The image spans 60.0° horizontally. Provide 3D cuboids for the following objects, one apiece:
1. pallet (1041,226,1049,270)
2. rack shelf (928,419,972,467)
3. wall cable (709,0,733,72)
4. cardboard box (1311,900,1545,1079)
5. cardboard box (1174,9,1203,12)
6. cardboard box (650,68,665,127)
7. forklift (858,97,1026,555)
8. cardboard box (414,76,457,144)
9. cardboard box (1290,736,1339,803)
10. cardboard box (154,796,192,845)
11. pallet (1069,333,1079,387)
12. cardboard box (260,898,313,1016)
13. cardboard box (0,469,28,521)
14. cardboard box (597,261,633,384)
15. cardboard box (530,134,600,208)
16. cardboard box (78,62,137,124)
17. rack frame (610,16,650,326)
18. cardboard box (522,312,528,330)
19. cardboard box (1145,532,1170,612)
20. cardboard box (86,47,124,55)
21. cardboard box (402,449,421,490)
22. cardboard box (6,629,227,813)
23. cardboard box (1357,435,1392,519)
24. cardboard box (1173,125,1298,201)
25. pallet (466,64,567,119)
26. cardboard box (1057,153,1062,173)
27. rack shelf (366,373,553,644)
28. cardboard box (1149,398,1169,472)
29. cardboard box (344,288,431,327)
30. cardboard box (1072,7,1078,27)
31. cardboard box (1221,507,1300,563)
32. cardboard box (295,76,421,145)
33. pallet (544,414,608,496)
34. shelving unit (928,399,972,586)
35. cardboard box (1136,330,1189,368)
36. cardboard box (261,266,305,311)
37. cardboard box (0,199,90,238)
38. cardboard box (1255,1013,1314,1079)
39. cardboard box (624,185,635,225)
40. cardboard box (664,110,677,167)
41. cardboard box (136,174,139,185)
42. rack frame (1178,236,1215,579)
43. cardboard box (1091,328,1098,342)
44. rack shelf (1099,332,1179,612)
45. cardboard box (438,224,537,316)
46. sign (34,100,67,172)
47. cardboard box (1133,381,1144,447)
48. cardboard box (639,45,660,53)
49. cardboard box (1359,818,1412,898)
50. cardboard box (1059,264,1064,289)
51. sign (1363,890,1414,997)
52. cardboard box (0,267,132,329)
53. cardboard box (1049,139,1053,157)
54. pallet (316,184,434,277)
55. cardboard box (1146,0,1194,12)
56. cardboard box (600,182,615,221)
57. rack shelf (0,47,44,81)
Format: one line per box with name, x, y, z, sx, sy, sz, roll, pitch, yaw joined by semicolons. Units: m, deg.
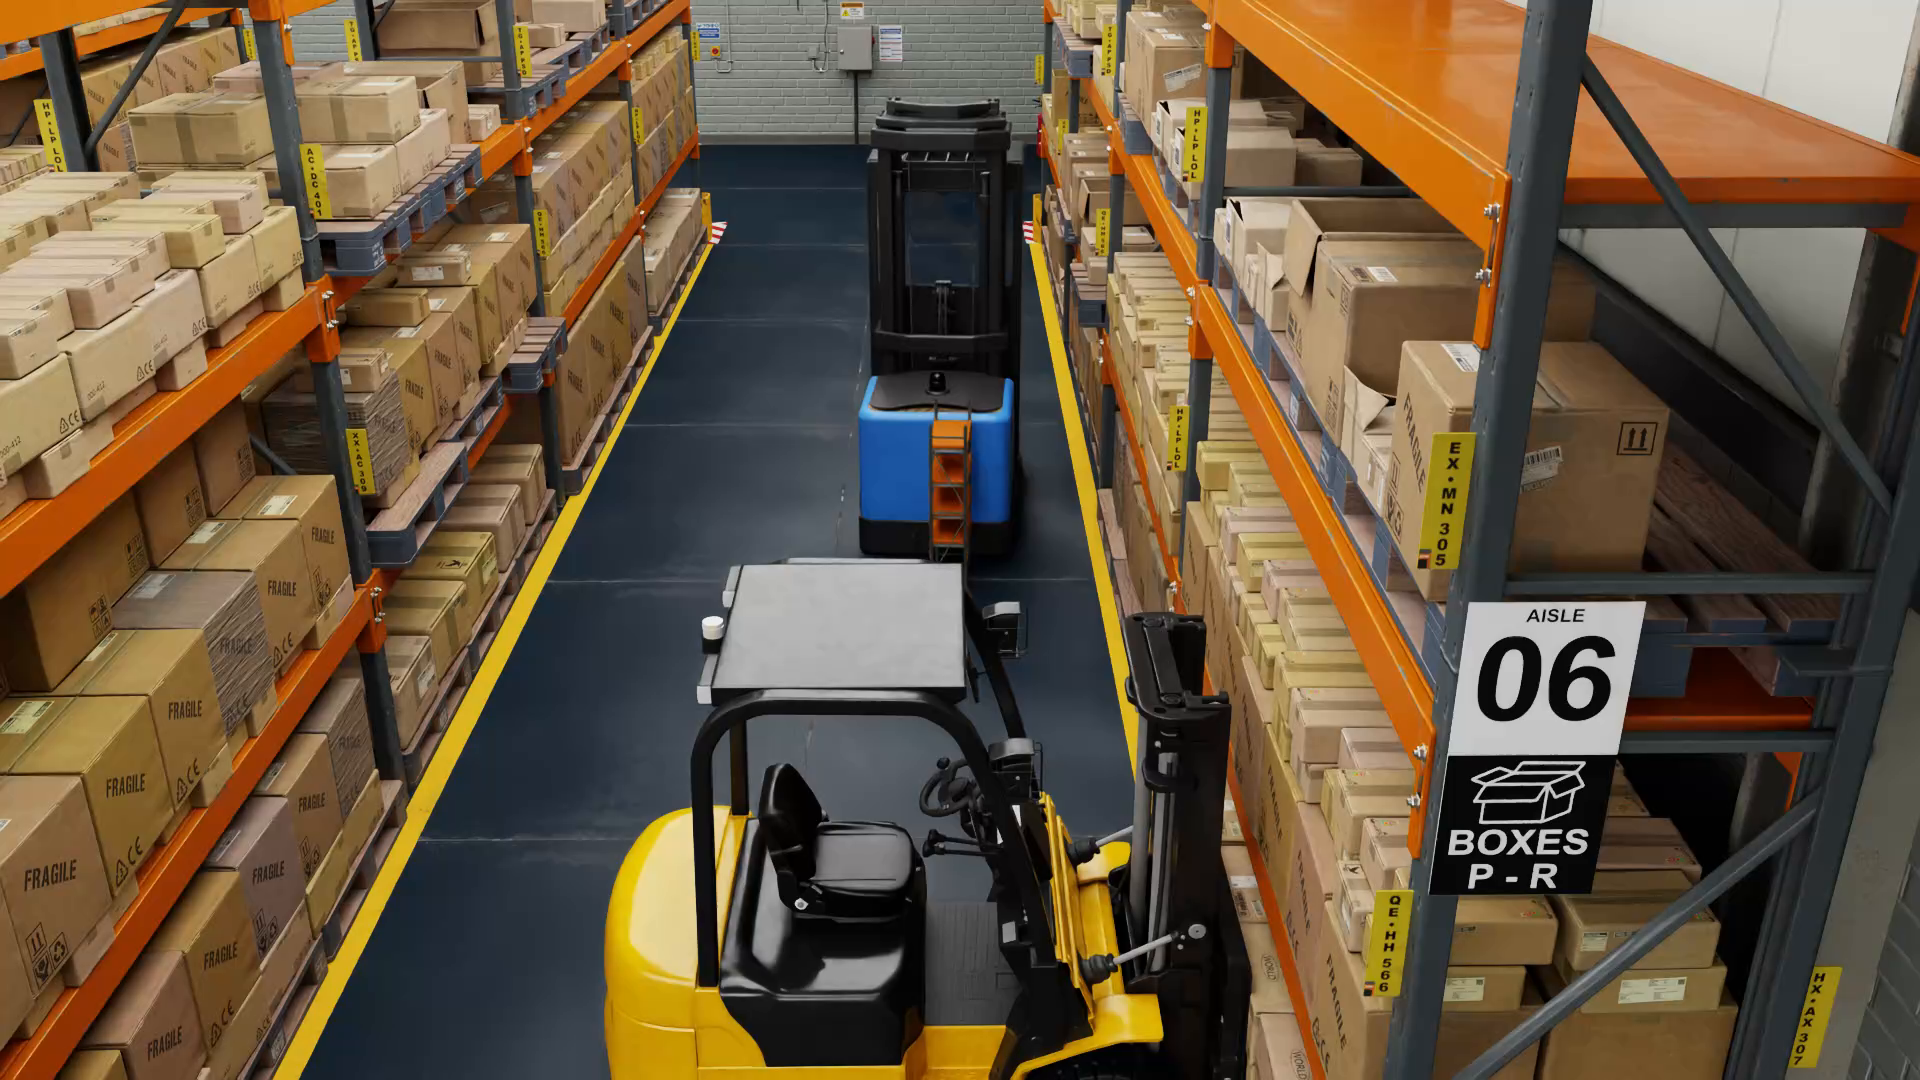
pallet;1.456;-3.309;18.811;1.003;0.211;1.213;0;24;-1
rack shelf;-0.062;-0.631;10.736;0.258;0.148;0.480;1;24;3
wall cable;-3.602;-7.716;23.900;0.585;1.953;0.123;0;24;-1
cardboard box;1.353;1.406;4.879;0.500;0.500;0.500;-1;24;-2
cardboard box;1.785;-3.832;12.279;0.380;0.149;0.250;0;24;-1
cardboard box;-3.230;-4.385;16.471;0.500;0.500;0.500;0;24;0
forklift;-0.090;-1.797;12.167;1.130;2.935;3.031;1;24;3
cardboard box;-3.385;-2.405;9.661;0.797;0.503;0.637;0;24;-1
cardboard box;1.321;0.746;5.551;0.380;0.149;0.250;-1;24;-2
cardboard box;-3.108;1.009;6.185;0.380;0.149;0.250;-1;24;-2
pallet;1.536;-1.686;15.221;1.003;0.211;1.213;0;24;-1
cardboard box;-3.095;1.762;7.042;0.500;0.250;0.500;0;24;0
cardboard box;-3.117;-0.142;5.088;0.380;0.149;0.250;-1;24;-2
cardboard box;-3.369;-1.863;14.299;0.875;0.875;0.875;0;24;1
cardboard box;-3.198;-2.950;13.298;0.500;0.500;0.500;0;24;0
cardboard box;-8.205;-4.241;15.791;0.500;0.500;0.500;-1;24;-2
rack frame;-3.474;-3.267;15.335;1.000;3.000;0.127;0;24;-1
cardboard box;-3.116;-1.452;11.116;0.380;0.149;0.250;0;24;0
cardboard box;1.559;0.361;9.684;0.875;0.625;0.625;0;24;-1
cardboard box;-8.722;-4.670;16.740;0.500;0.500;0.500;-1;24;-2
cardboard box;-3.070;-0.380;8.745;0.380;0.149;0.250;0;24;1
cardboard box;-3.100;0.667;6.153;0.500;0.500;0.500;-1;24;-2
cardboard box;1.308;-0.176;4.533;0.380;0.149;0.250;-1;24;-2
cardboard box;1.325;-1.855;8.049;0.500;0.311;0.500;-1;24;-2
pallet;-3.490;-3.165;11.697;1.213;0.211;1.003;1;24;2
cardboard box;1.220;-3.774;16.275;0.500;0.250;0.500;0;24;0
rack shelf;-3.408;-0.467;10.016;1.077;0.370;4.000;0;24;-1
cardboard box;1.303;-0.567;8.940;0.500;0.250;0.500;-1;24;-2
cardboard box;-3.153;-1.282;9.164;0.380;0.149;0.250;1;24;2
cardboard box;1.109;-4.235;13.507;0.380;0.149;0.250;-1;24;-1
cardboard box;1.289;-0.020;6.884;0.380;0.149;0.250;0;24;1
cardboard box;-3.008;-2.136;8.259;0.500;0.250;0.500;-1;24;-2
pallet;-3.363;-0.674;12.984;1.003;0.211;1.213;0;24;-1
shelving unit;-0.062;-0.273;10.898;0.258;1.200;0.503;1;24;3
cardboard box;1.227;-1.111;9.658;0.380;0.149;0.250;-1;24;-2
cardboard box;-3.078;-1.094;7.195;0.380;0.149;0.250;0;24;0
cardboard box;-3.684;-1.239;6.548;0.380;0.149;0.250;-1;24;-2
cardboard box;1.292;1.861;5.610;0.500;0.250;0.500;0;24;0
cardboard box;-3.217;-3.015;14.959;0.500;0.250;0.500;-1;24;-2
cardboard box;-3.223;-4.132;17.125;0.500;0.500;0.500;0;24;1
cardboard box;-8.228;-3.535;16.231;0.380;0.149;0.250;-1;24;-3
rack frame;1.577;0.005;8.099;1.000;3.000;0.127;0;24;-1
cardboard box;1.288;-1.740;13.694;0.380;0.149;0.250;-1;24;-3
rack shelf;1.555;-0.491;10.069;1.077;0.370;4.000;0;24;-1
cardboard box;-3.147;-1.806;11.110;0.500;0.500;0.500;-1;24;-2
sign;-3.941;-1.749;7.231;0.100;0.325;0.005;0;24;-1
cardboard box;1.311;-0.758;9.967;0.500;0.250;0.500;1;24;1
cardboard box;-3.260;-4.932;16.892;0.380;0.149;0.250;1;24;1
cardboard box;1.372;0.929;4.787;0.380;0.149;0.250;0;24;0
cardboard box;1.186;-2.612;16.694;0.396;0.266;0.258;1;24;1
sign;1.078;1.015;4.174;0.100;0.325;0.005;0;24;-1
cardboard box;-3.052;-0.818;5.617;0.380;0.149;0.250;0;24;0
cardboard box;1.140;-4.157;17.607;0.380;0.149;0.250;-1;24;-2
pallet;-3.287;-1.507;8.030;1.213;0.211;1.003;0;24;-1
cardboard box;1.653;-4.158;12.976;0.380;0.149;0.250;0;24;1
cardboard box;-3.201;-2.827;13.936;0.500;0.250;0.500;0;24;1
rack shelf;-8.401;-3.418;12.901;1.077;0.370;4.000;0;24;-1
